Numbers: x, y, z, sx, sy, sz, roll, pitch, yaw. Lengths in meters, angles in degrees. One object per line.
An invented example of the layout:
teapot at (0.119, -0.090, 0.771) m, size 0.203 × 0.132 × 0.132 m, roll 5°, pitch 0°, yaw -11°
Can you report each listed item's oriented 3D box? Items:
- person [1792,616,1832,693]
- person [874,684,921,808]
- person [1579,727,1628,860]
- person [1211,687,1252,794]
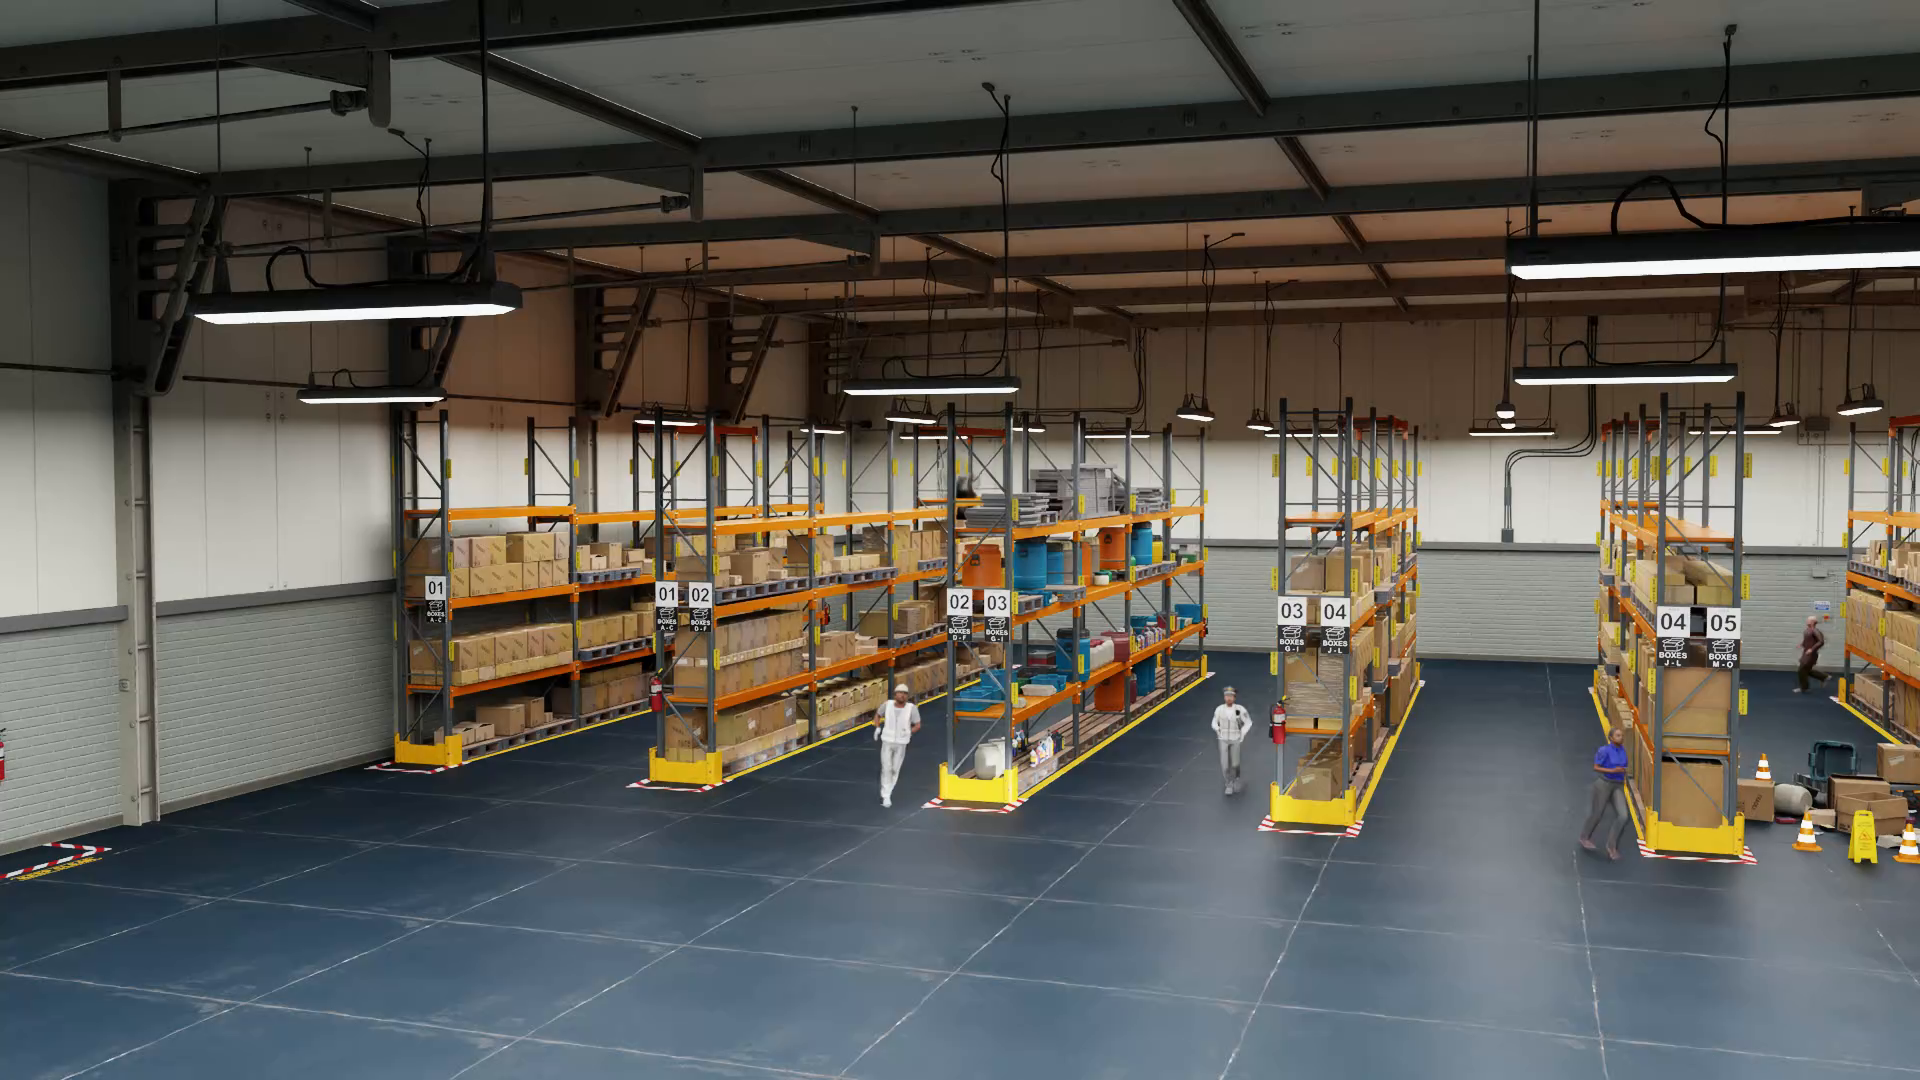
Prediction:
person at (19.019, 2.560, 37.020) m, size 0.809 × 1.746 × 0.746 m, roll 1°, pitch 3°, yaw 16°
person at (-0.941, 3.047, 24.976) m, size 0.707 × 1.780 × 0.860 m, roll 0°, pitch 2°, yaw -4°
person at (8.426, 3.275, 21.541) m, size 0.579 × 1.703 × 0.733 m, roll -1°, pitch 3°, yaw -14°
person at (4.136, 3.075, 25.455) m, size 0.605 × 1.654 × 0.530 m, roll 1°, pitch 3°, yaw 16°
